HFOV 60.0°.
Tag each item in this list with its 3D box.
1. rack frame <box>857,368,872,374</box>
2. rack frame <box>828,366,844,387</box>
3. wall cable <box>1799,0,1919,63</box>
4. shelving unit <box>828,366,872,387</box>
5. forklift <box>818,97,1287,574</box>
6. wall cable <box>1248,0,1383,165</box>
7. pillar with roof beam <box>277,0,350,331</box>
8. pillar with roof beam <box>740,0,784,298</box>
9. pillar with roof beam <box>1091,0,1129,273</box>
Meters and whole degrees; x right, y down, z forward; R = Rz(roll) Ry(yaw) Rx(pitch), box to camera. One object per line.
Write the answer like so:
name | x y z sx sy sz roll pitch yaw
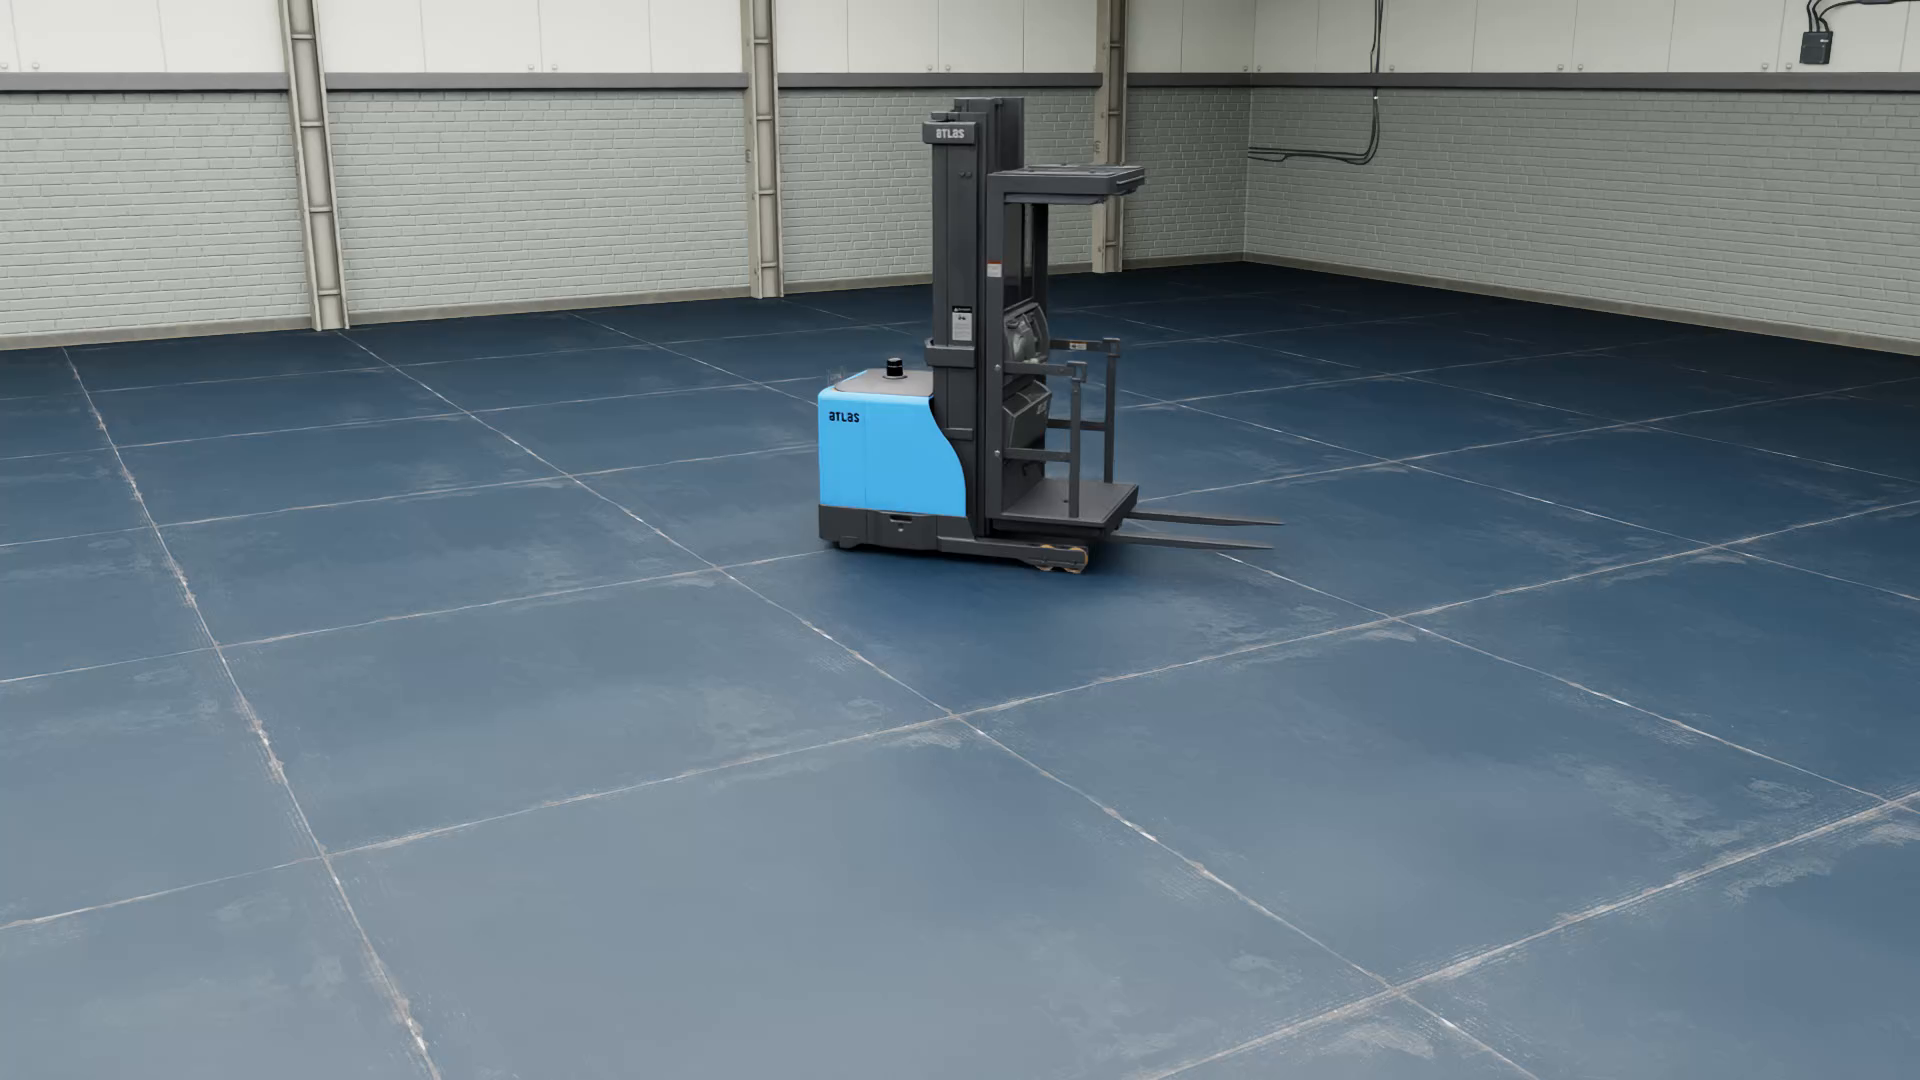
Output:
rack frame | -0.678 -0.700 11.961 0.008 1.050 0.200 8 18 27
rack frame | -0.893 -0.731 12.072 0.008 1.050 0.200 8 18 27
wall cable | 10.451 -8.211 17.729 0.169 6.003 2.305 -9 18 -30
shelving unit | -0.786 -0.715 12.017 0.252 1.050 0.215 8 18 27
forklift | 0.622 -1.357 10.822 3.031 2.935 1.130 5 16 17
wall cable | 5.575 -7.277 26.451 0.112 2.526 3.097 -9 18 -30
pillar with roof beam | -5.700 -6.005 16.159 0.400 9.000 9.100 -9 18 -30
pillar with roof beam | -0.557 -6.839 19.134 0.400 9.000 9.100 -9 18 -30
pillar with roof beam | 4.586 -7.673 22.109 0.400 9.000 9.100 -9 18 -30
